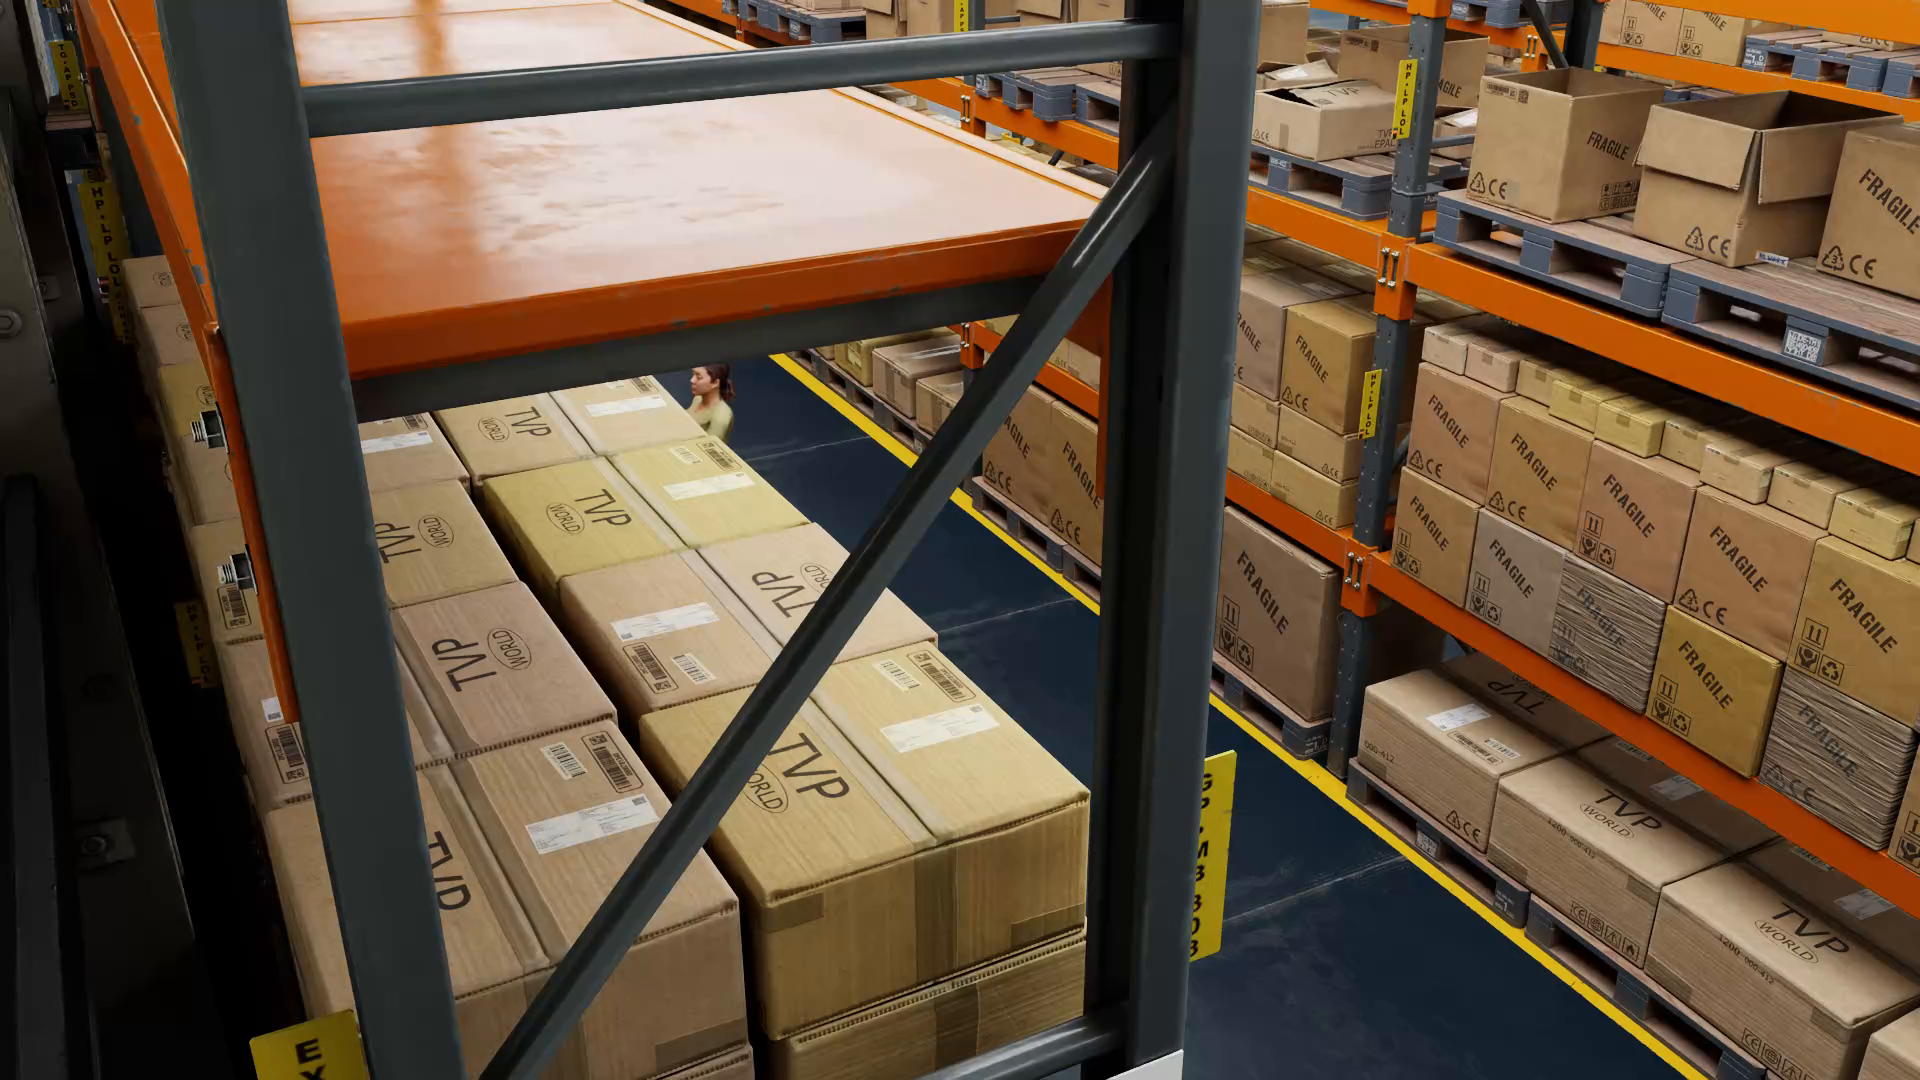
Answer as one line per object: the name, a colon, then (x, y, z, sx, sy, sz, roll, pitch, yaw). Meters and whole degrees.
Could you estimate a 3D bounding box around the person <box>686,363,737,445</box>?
person: (-1.536, -0.275, 9.714, 0.554, 1.650, 0.426, -13, 28, -24)
